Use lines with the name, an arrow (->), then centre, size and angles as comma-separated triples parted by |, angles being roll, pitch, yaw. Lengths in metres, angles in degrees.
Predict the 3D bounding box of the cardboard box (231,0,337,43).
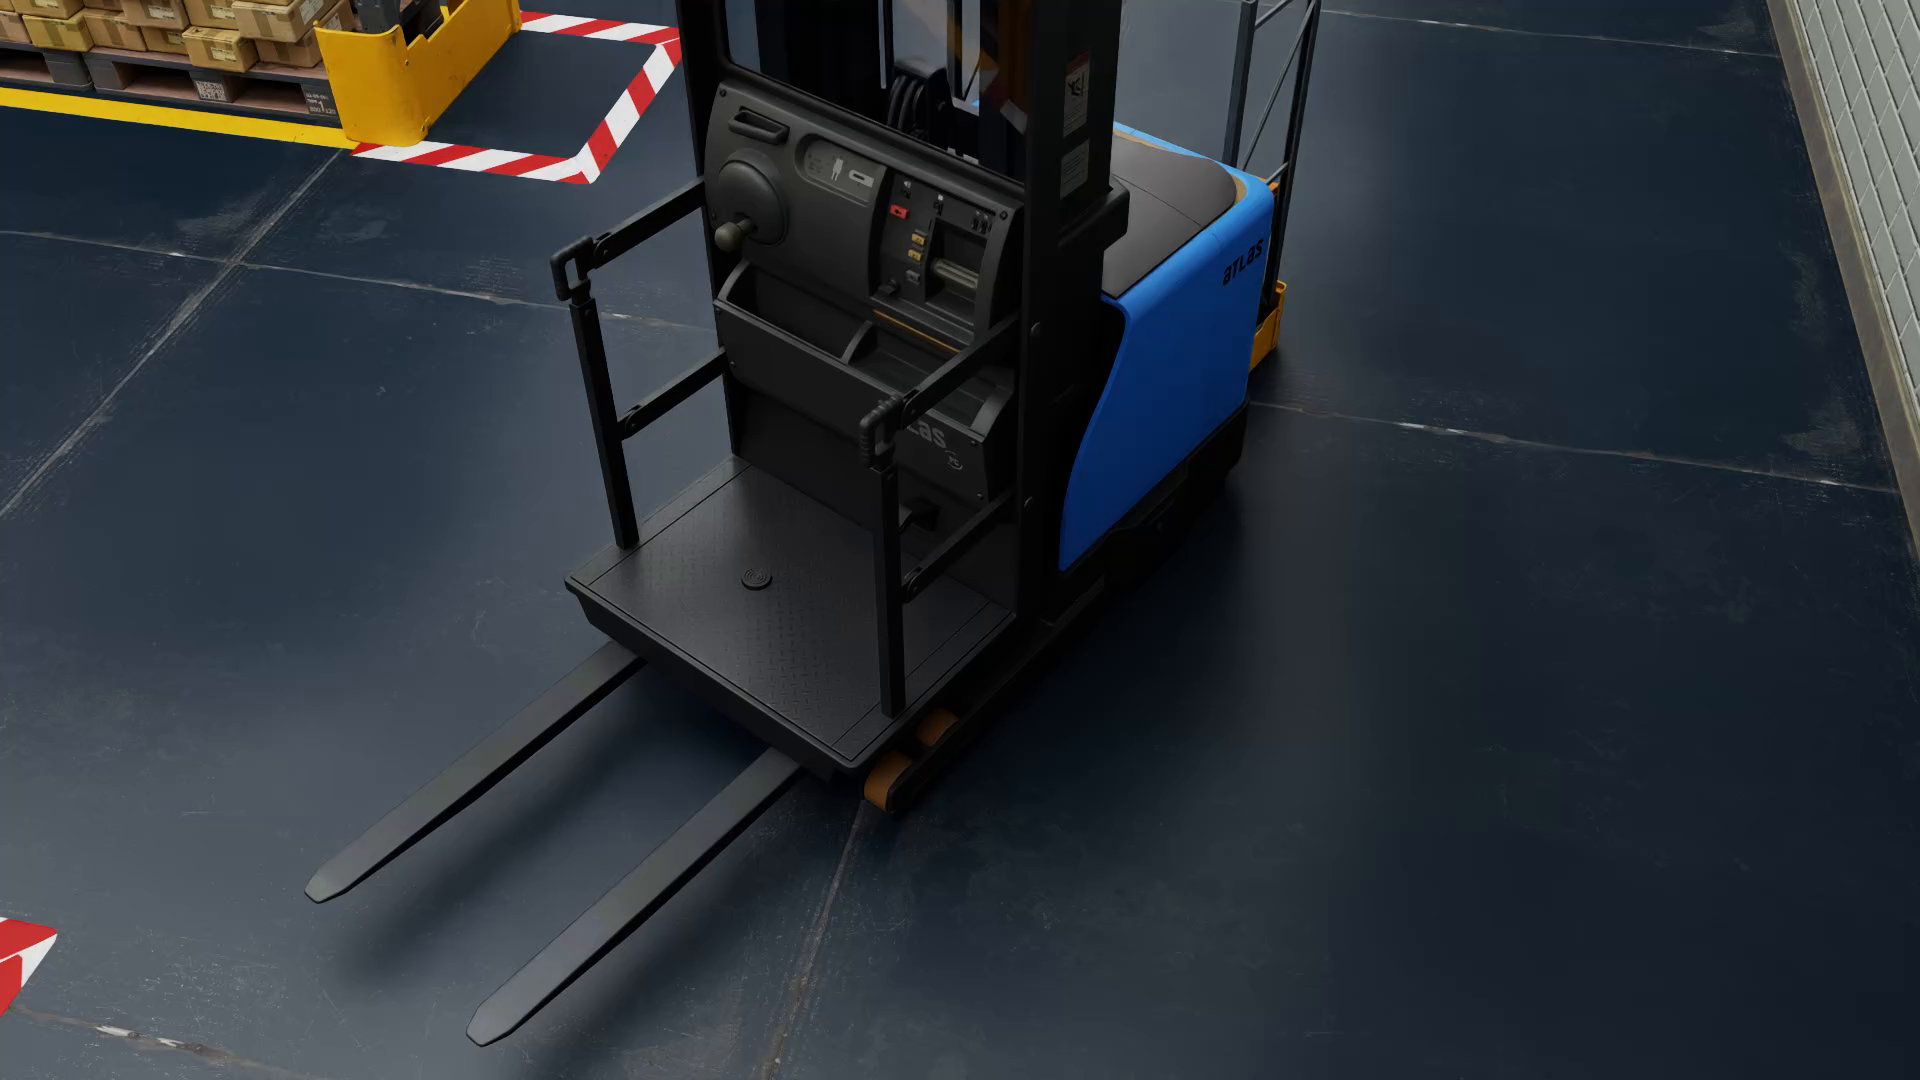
cardboard box -> -2.822, -2.243, 6.956 | 0.250, 0.149, 0.380 | 8, 44, 8

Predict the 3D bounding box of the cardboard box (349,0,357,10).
cardboard box -> -2.686, -2.545, 7.484 | 0.250, 0.149, 0.380 | 10, 45, 10

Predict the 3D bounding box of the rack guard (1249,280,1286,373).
rack guard -> 0.946, -0.655, 5.750 | 0.087, 0.250, 0.587 | 26, 50, 25

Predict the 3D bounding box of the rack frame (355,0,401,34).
rack frame -> -2.244, -3.125, 6.334 | 0.127, 3.000, 1.000 | 9, 45, 9

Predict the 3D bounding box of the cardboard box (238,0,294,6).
cardboard box -> -2.816, -2.372, 6.875 | 0.250, 0.149, 0.380 | 9, 45, 10

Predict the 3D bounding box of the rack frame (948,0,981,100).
rack frame -> 0.119, -1.515, 5.742 | 0.032, 1.500, 0.500 | 26, 50, 25

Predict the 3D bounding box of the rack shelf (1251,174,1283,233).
rack shelf -> 0.533, -1.180, 5.654 | 1.000, 0.185, 0.538 | 26, 50, 25

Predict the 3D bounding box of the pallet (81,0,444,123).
pallet -> -3.104, -2.279, 7.465 | 1.213, 0.211, 1.003 | 9, 45, 9

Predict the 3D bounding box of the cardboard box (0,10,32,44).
cardboard box -> -4.084, -2.336, 7.267 | 0.250, 0.149, 0.380 | 10, 45, 10

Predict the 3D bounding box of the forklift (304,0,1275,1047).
forklift -> -0.392, -0.717, 3.882 | 1.130, 2.935, 3.031 | 29, 51, 27

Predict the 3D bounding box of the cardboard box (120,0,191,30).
cardboard box -> -3.329, -2.321, 7.036 | 0.250, 0.149, 0.380 | 7, 44, 7

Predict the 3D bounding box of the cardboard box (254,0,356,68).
cardboard box -> -2.804, -2.188, 7.113 | 0.250, 0.149, 0.380 | 10, 45, 10

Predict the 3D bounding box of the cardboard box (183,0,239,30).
cardboard box -> -3.065, -2.319, 7.035 | 0.250, 0.149, 0.380 | 8, 44, 8

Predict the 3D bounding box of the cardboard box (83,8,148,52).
cardboard box -> -3.559, -2.285, 7.214 | 0.250, 0.149, 0.380 | 9, 45, 9

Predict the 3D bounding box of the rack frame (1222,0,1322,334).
rack frame -> 0.947, -1.105, 5.316 | 0.032, 1.500, 0.500 | 26, 50, 25

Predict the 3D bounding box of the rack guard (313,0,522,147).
rack guard -> -2.319, -2.236, 7.212 | 0.348, 0.500, 1.175 | 9, 45, 9

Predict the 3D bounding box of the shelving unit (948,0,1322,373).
shelving unit -> 0.540, -1.306, 5.525 | 1.083, 1.500, 0.587 | 26, 50, 25

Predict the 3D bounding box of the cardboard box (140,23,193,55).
cardboard box -> -3.316, -2.256, 7.184 | 0.250, 0.149, 0.380 | 9, 45, 9

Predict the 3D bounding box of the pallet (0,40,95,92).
pallet -> -4.291, -2.465, 7.659 | 1.213, 0.211, 1.003 | 9, 45, 9

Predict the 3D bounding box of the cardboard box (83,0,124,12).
cardboard box -> -3.569, -2.431, 7.151 | 0.250, 0.149, 0.380 | 8, 45, 9

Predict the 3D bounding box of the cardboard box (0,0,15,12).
cardboard box -> -4.084, -2.442, 7.162 | 0.250, 0.149, 0.380 | 11, 45, 11

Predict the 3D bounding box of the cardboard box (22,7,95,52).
cardboard box -> -3.822, -2.281, 7.210 | 0.250, 0.149, 0.380 | 7, 44, 7

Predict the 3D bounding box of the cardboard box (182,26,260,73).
cardboard box -> -3.077, -2.158, 7.082 | 0.250, 0.149, 0.380 | 10, 45, 10

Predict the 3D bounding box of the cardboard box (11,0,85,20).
cardboard box -> -3.837, -2.390, 7.109 | 0.250, 0.149, 0.380 | 9, 45, 10
